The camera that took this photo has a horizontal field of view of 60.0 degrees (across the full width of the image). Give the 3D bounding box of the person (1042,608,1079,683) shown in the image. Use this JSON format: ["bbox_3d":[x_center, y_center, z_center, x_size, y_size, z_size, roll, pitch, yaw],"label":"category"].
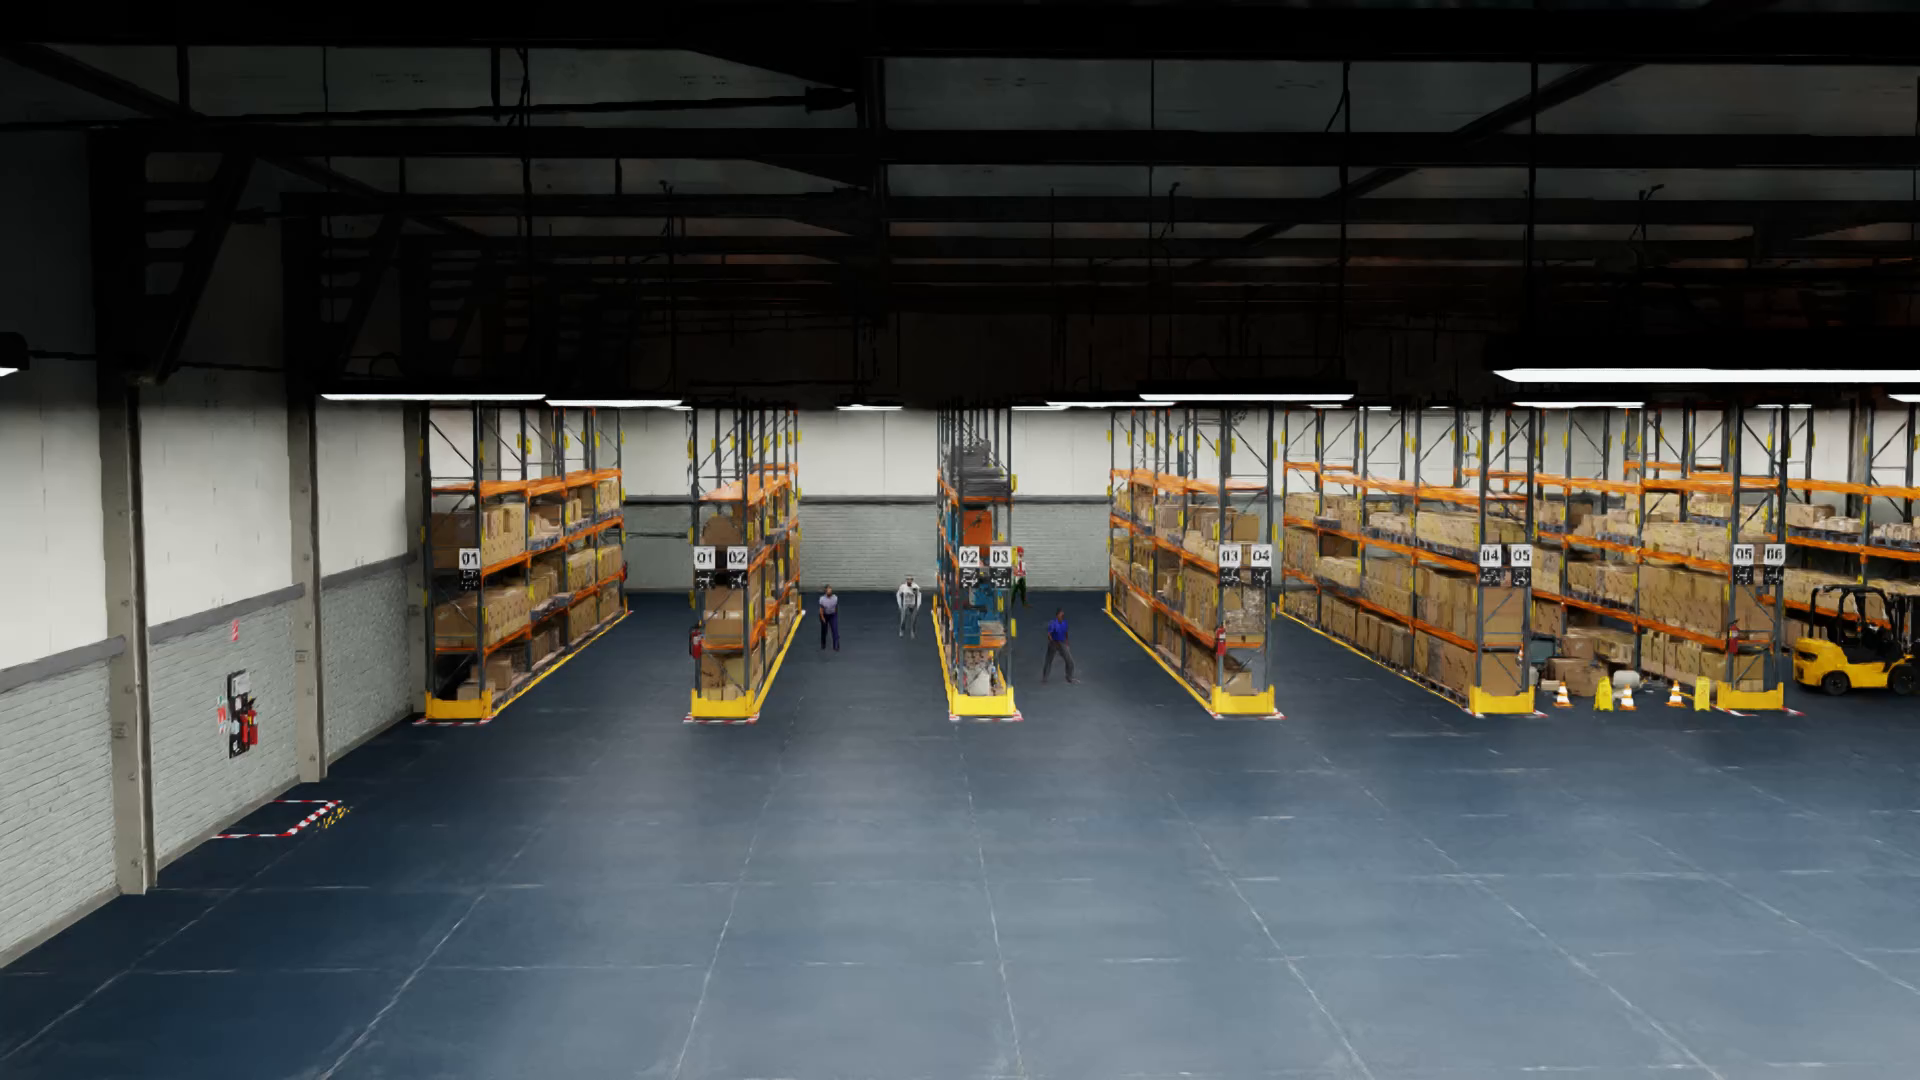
[{"bbox_3d":[2.079,2.216,35.037,0.626,1.594,0.809,-2,5,-20],"label":"person"}]

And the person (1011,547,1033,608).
[{"bbox_3d":[1.754,1.076,48.459,0.528,1.784,0.702,3,5,31],"label":"person"}]

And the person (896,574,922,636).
[{"bbox_3d":[-1.297,1.630,42.302,0.639,1.593,0.512,0,4,-3],"label":"person"}]

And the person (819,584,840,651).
[{"bbox_3d":[-3.151,1.854,39.808,0.478,1.567,1.000,-1,4,-11],"label":"person"}]
